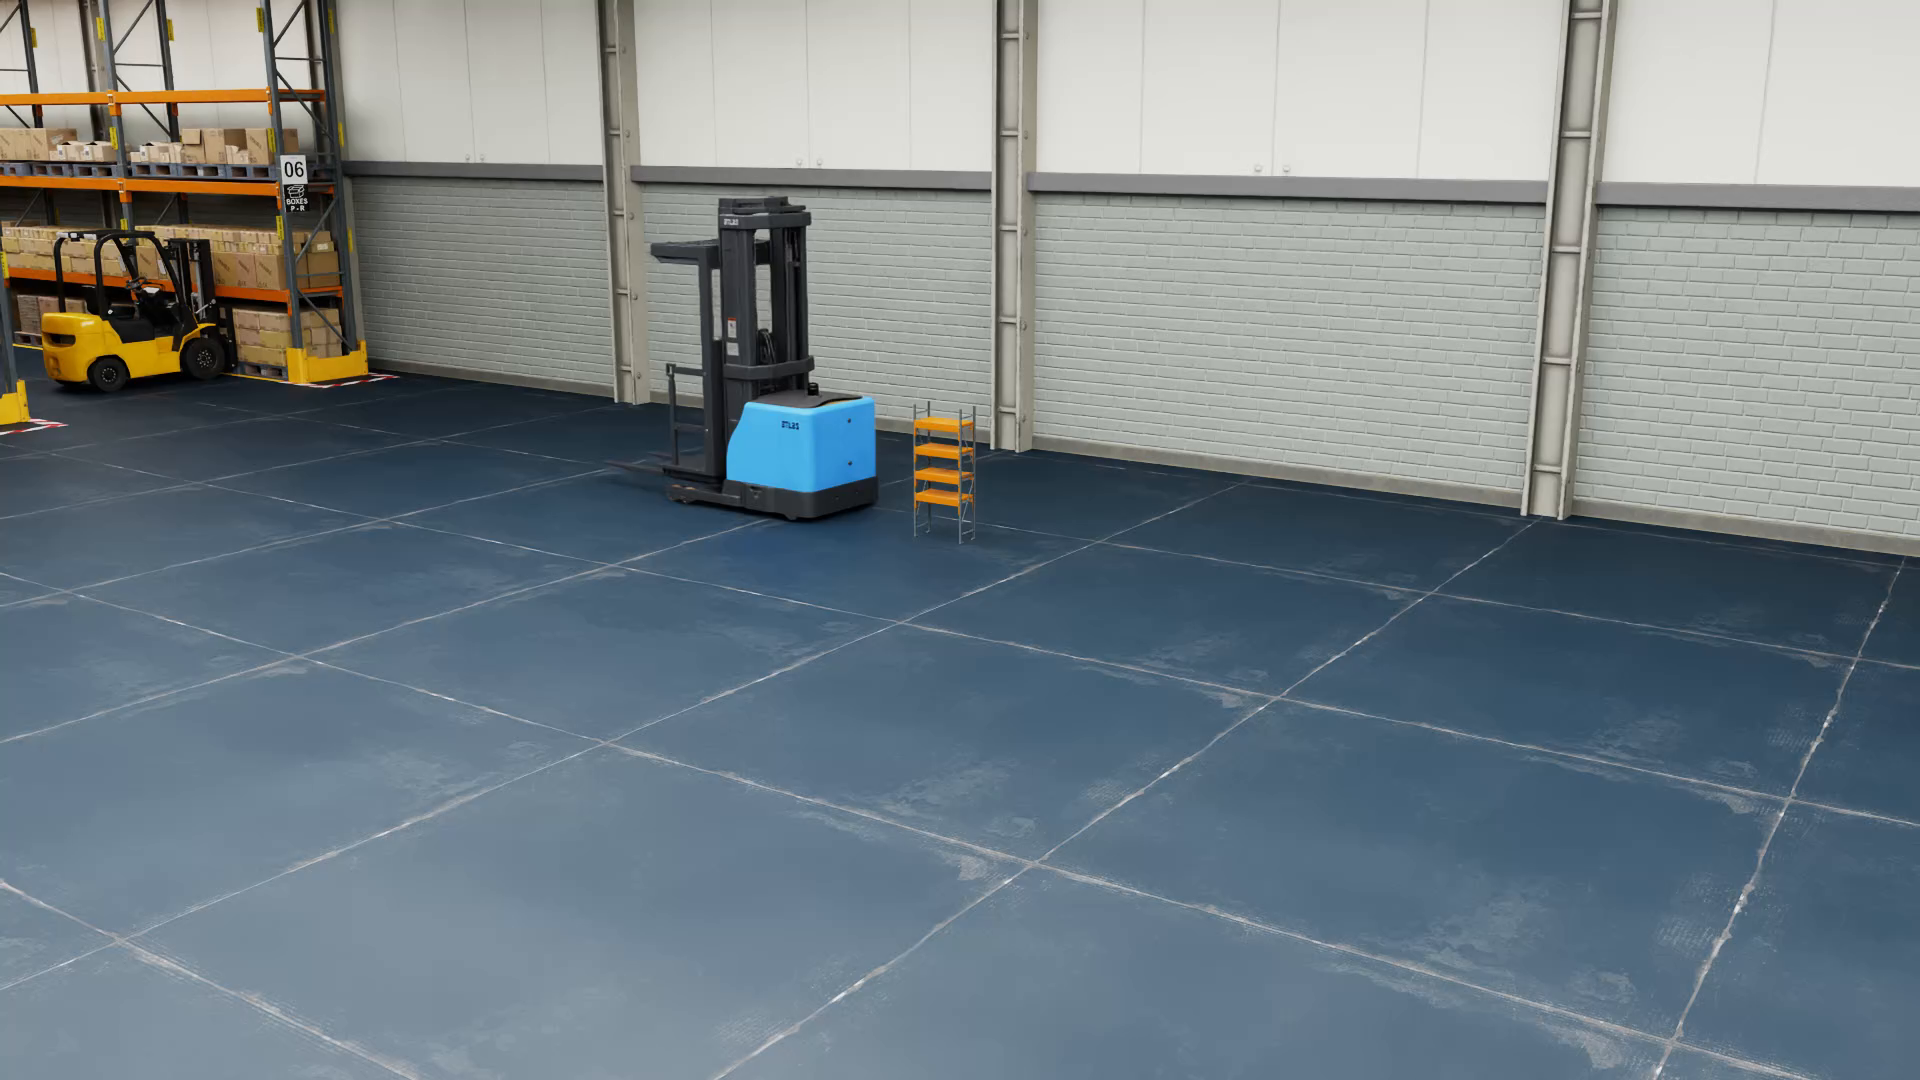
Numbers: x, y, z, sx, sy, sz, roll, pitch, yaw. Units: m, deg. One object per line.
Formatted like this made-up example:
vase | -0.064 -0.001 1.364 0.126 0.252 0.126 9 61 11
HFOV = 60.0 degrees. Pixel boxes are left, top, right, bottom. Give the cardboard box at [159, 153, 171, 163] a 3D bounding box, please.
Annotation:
cardboard box | -11.768 -5.740 24.966 0.250 0.149 0.380 10 17 34

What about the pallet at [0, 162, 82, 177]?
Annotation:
pallet | -15.315 -6.205 27.797 1.003 0.211 1.213 10 17 35

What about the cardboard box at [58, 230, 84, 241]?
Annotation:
cardboard box | -14.356 -4.928 26.929 0.250 0.149 0.380 9 16 31

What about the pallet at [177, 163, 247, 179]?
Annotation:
pallet | -10.878 -5.517 24.811 1.213 0.211 1.003 9 17 33

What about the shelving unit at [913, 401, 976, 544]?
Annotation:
shelving unit | -0.137 -0.605 14.769 0.503 1.200 0.258 9 17 33

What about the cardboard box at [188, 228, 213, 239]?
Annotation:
cardboard box | -11.396 -4.626 25.092 0.250 0.149 0.380 9 17 33

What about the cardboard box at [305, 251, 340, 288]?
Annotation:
cardboard box | -9.545 -4.011 24.576 0.500 0.500 0.500 10 17 35

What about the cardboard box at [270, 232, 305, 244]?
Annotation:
cardboard box | -9.704 -4.355 23.995 0.250 0.149 0.380 9 17 33

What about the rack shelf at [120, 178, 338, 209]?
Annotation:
rack shelf | -10.949 -5.216 24.906 4.000 0.370 1.077 9 17 33

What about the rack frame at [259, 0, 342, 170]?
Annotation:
rack frame | -9.289 -6.753 23.375 0.127 3.000 1.000 9 17 33

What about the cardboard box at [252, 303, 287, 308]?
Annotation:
cardboard box | -10.408 -3.433 25.216 0.500 0.250 0.500 9 17 32

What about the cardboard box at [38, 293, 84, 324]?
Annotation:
cardboard box | -14.871 -3.792 27.968 0.625 0.625 0.875 10 17 35

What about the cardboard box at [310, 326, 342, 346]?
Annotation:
cardboard box | -9.564 -3.057 24.738 0.500 0.250 0.500 10 17 34

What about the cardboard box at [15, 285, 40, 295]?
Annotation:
cardboard box | -16.392 -4.392 29.301 0.250 0.149 0.380 10 17 35

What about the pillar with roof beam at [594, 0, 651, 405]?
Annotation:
pillar with roof beam | -6.788 -5.363 17.760 0.400 9.000 9.100 9 17 33

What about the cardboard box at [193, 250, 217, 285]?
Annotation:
cardboard box | -11.118 -4.108 24.969 0.500 0.500 0.500 9 17 33

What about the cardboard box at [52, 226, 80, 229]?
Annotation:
cardboard box | -15.084 -5.214 28.086 0.250 0.149 0.380 9 17 33

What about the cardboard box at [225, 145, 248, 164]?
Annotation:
cardboard box | -10.357 -5.569 24.031 0.258 0.266 0.396 9 17 33

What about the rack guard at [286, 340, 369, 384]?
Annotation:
rack guard | -9.269 -2.624 24.384 0.348 0.500 1.175 9 17 33

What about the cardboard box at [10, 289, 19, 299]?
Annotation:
cardboard box | -16.479 -4.235 28.666 0.250 0.149 0.380 8 16 30

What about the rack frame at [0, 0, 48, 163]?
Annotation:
rack frame | -15.928 -7.826 27.709 0.127 3.000 1.000 9 17 33

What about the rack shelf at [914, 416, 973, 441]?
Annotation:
rack shelf | -0.137 -0.986 14.674 0.480 0.148 0.258 9 17 33

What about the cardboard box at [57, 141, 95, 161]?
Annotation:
cardboard box | -13.982 -6.194 26.463 0.500 0.311 0.500 9 16 31

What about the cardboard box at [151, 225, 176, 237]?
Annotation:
cardboard box | -12.232 -4.770 25.671 0.250 0.149 0.380 9 17 34

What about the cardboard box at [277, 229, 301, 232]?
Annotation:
cardboard box | -9.874 -4.511 24.625 0.250 0.149 0.380 10 17 34

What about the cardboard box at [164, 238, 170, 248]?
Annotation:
cardboard box | -11.880 -4.534 25.337 0.250 0.149 0.380 10 17 34

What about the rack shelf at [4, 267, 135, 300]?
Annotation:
rack shelf | -14.268 -4.296 27.433 4.000 0.370 1.077 9 17 33

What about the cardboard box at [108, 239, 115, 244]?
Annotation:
cardboard box | -13.240 -4.773 26.305 0.250 0.149 0.380 9 16 32

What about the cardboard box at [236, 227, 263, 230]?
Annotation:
cardboard box | -10.716 -4.649 25.185 0.250 0.149 0.380 9 17 33

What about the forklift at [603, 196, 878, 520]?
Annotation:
forklift | -2.281 -1.865 16.256 3.031 2.935 1.130 10 17 35

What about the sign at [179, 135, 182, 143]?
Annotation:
sign | -12.300 -6.234 26.279 0.005 0.325 0.100 9 17 33

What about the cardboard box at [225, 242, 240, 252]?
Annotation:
cardboard box | -10.591 -4.332 24.523 0.250 0.149 0.380 9 16 31

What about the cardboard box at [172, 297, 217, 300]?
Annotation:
cardboard box | -12.092 -3.704 26.312 0.500 0.250 0.500 10 17 34

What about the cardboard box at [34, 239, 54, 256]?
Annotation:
cardboard box | -14.857 -4.834 27.381 0.500 0.250 0.500 9 16 31

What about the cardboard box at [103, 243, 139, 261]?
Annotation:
cardboard box | -13.159 -4.562 26.281 0.500 0.250 0.500 9 16 32

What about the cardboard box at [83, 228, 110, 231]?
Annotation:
cardboard box | -14.260 -5.072 27.511 0.250 0.149 0.380 10 17 34

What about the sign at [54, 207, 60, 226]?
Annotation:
sign | -15.621 -5.587 28.740 0.005 0.325 0.100 9 17 33

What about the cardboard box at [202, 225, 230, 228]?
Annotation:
cardboard box | -11.520 -4.807 25.821 0.250 0.149 0.380 9 16 32

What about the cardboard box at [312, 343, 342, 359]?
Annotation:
cardboard box | -9.588 -2.815 24.800 0.500 0.250 0.500 9 17 33

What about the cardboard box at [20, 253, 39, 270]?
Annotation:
cardboard box | -15.281 -4.664 27.735 0.500 0.250 0.500 9 16 32

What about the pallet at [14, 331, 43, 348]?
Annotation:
pallet | -15.266 -3.442 28.288 1.213 0.211 1.003 9 17 33

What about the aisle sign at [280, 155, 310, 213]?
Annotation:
aisle sign | -9.399 -5.035 23.512 0.004 0.787 0.394 9 17 33

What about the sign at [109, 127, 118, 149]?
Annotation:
sign | -12.903 -6.127 25.360 0.005 0.325 0.100 9 17 33

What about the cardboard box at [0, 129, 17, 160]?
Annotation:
cardboard box | -15.462 -6.525 27.407 0.500 0.500 0.500 9 17 33

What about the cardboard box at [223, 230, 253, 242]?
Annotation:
cardboard box | -10.602 -4.472 24.470 0.250 0.149 0.380 10 17 34

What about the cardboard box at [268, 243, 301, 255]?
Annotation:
cardboard box | -9.733 -4.195 23.968 0.250 0.149 0.380 9 17 34

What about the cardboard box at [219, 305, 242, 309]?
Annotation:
cardboard box | -11.113 -3.397 25.072 0.500 0.250 0.500 9 16 32

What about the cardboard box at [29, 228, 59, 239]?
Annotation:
cardboard box | -15.154 -5.078 27.537 0.250 0.149 0.380 9 17 33

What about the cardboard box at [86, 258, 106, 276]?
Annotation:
cardboard box | -13.593 -4.386 26.611 0.500 0.250 0.500 9 17 32
